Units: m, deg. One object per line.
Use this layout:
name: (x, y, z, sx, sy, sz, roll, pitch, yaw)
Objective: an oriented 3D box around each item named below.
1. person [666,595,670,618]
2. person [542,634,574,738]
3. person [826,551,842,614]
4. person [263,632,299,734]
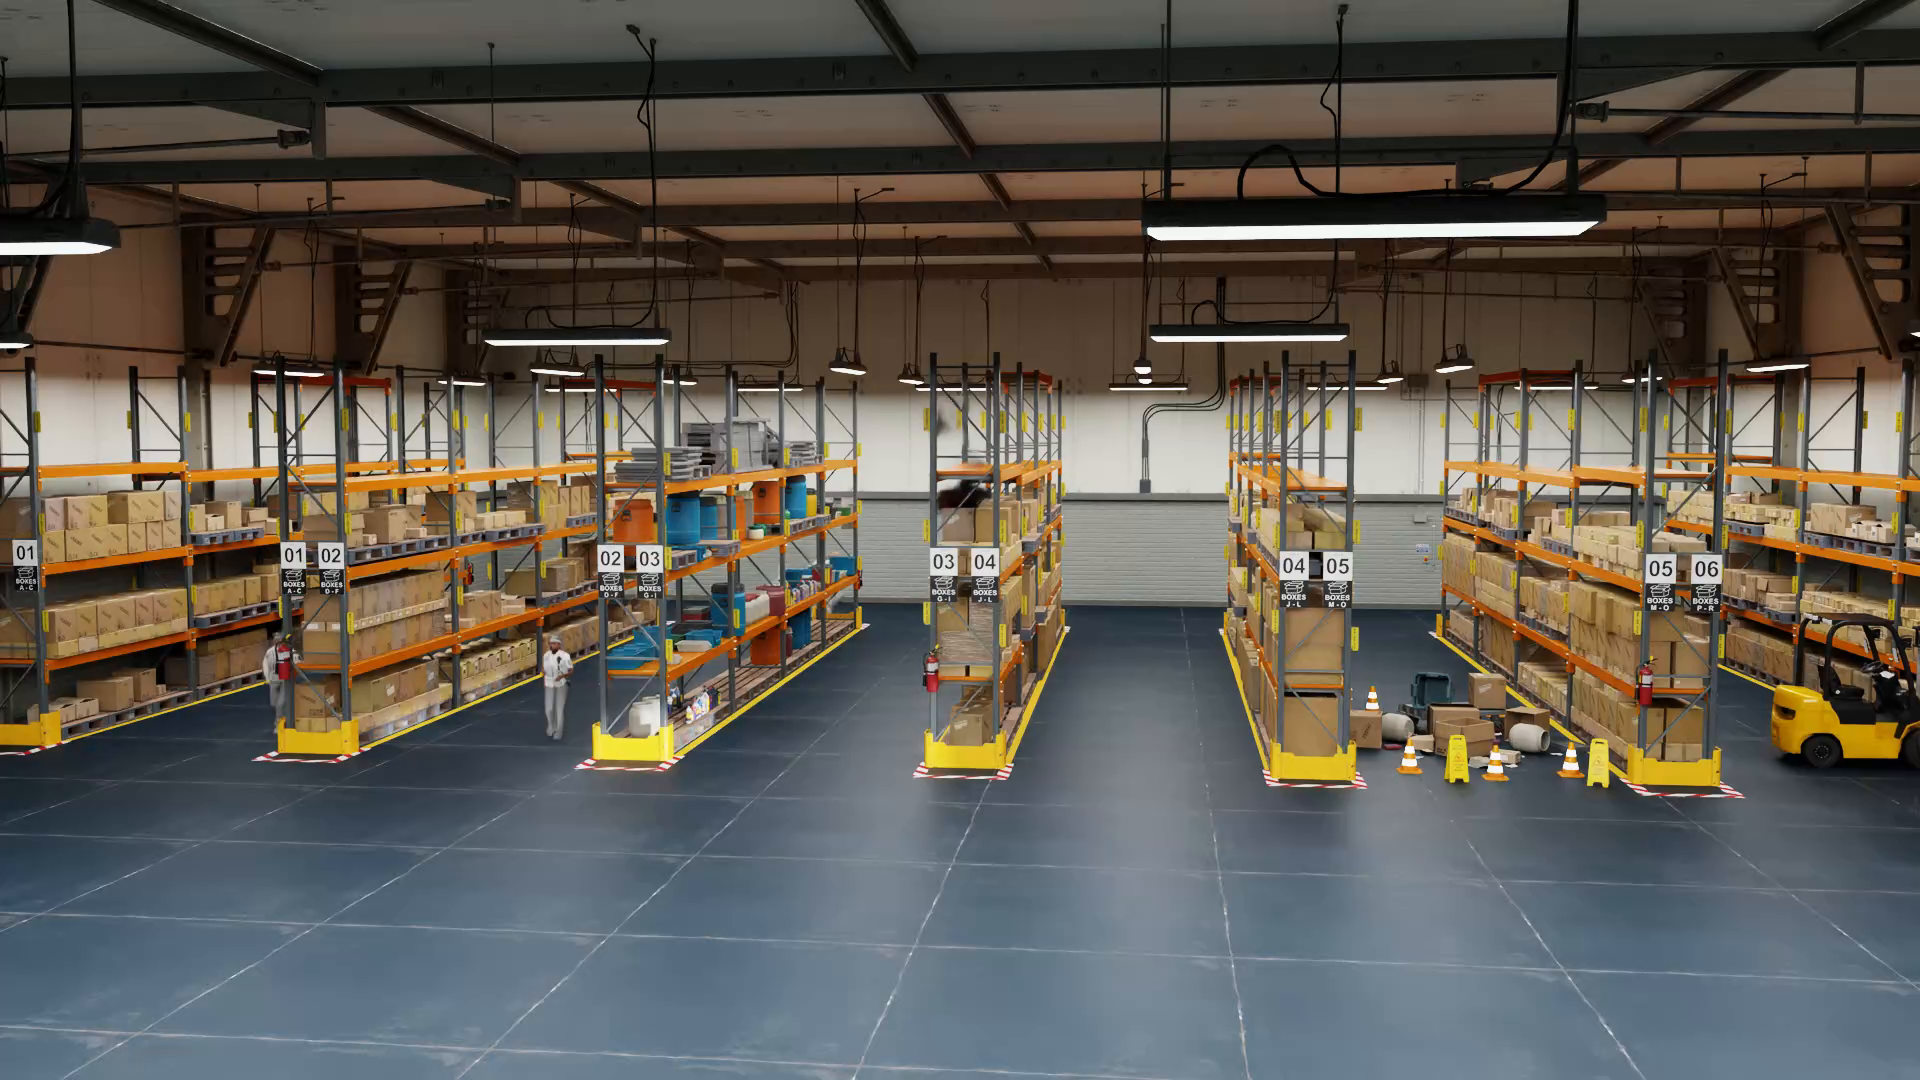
person: (-7.809, 1.137, 42.479, 0.761, 1.740, 0.695, 2, 4, 22)
person: (-6.374, 2.314, 26.208, 0.561, 1.667, 0.567, 0, 4, 4)
person: (-3.302, 1.131, 42.380, 0.956, 1.706, 0.691, 1, 4, 12)
person: (-11.005, 2.294, 27.020, 0.647, 1.655, 0.667, 0, 4, 3)
